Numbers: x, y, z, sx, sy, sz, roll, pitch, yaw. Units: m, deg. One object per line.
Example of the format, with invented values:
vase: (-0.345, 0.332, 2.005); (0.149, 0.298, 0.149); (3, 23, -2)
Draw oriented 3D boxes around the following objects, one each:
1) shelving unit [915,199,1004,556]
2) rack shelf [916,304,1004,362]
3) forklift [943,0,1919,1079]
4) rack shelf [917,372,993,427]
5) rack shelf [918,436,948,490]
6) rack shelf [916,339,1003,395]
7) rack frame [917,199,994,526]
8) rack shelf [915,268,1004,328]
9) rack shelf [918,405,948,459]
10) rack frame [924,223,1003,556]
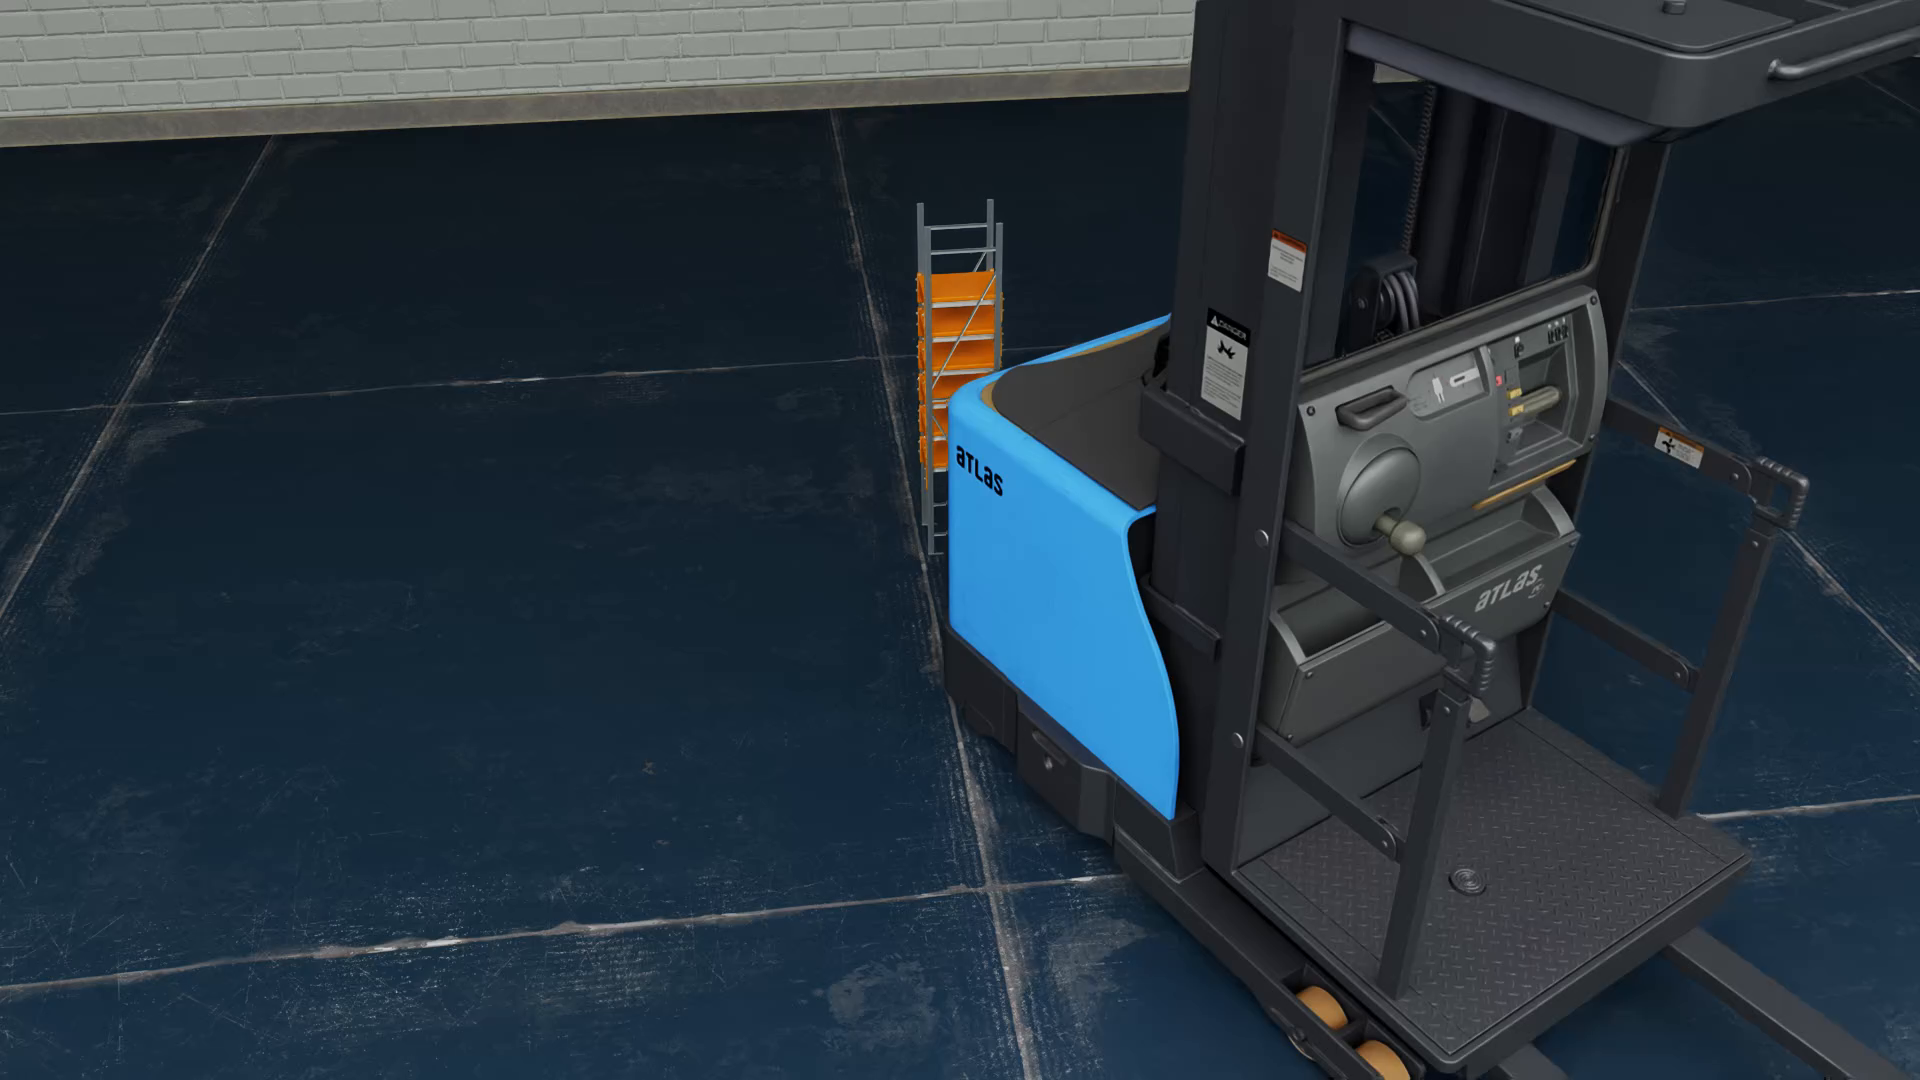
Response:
shelving unit: (-0.002, -0.504, 5.424); (0.258, 1.200, 0.189); (-4, 35, -6)
rack shelf: (-0.002, -0.665, 5.314); (0.258, 0.103, 0.180); (-4, 35, -6)
forklift: (1.203, -0.204, 3.446); (1.130, 2.935, 3.031); (-21, 40, -28)
rack shelf: (-0.002, -0.467, 5.449); (0.258, 0.103, 0.180); (-4, 35, -6)
rack shelf: (-0.002, -0.269, 5.584); (0.258, 0.103, 0.180); (-4, 35, -6)
rack shelf: (-0.002, -0.566, 5.381); (0.258, 0.103, 0.180); (-4, 35, -6)
rack frame: (-0.014, -0.555, 5.499); (0.240, 1.200, 0.006); (-4, 35, -6)
rack shelf: (-0.002, -0.765, 5.246); (0.258, 0.103, 0.180); (-4, 35, -6)
rack shelf: (-0.002, -0.368, 5.517); (0.258, 0.103, 0.180); (-4, 35, -6)
rack frame: (0.010, -0.453, 5.349); (0.240, 1.200, 0.006); (-4, 35, -6)
